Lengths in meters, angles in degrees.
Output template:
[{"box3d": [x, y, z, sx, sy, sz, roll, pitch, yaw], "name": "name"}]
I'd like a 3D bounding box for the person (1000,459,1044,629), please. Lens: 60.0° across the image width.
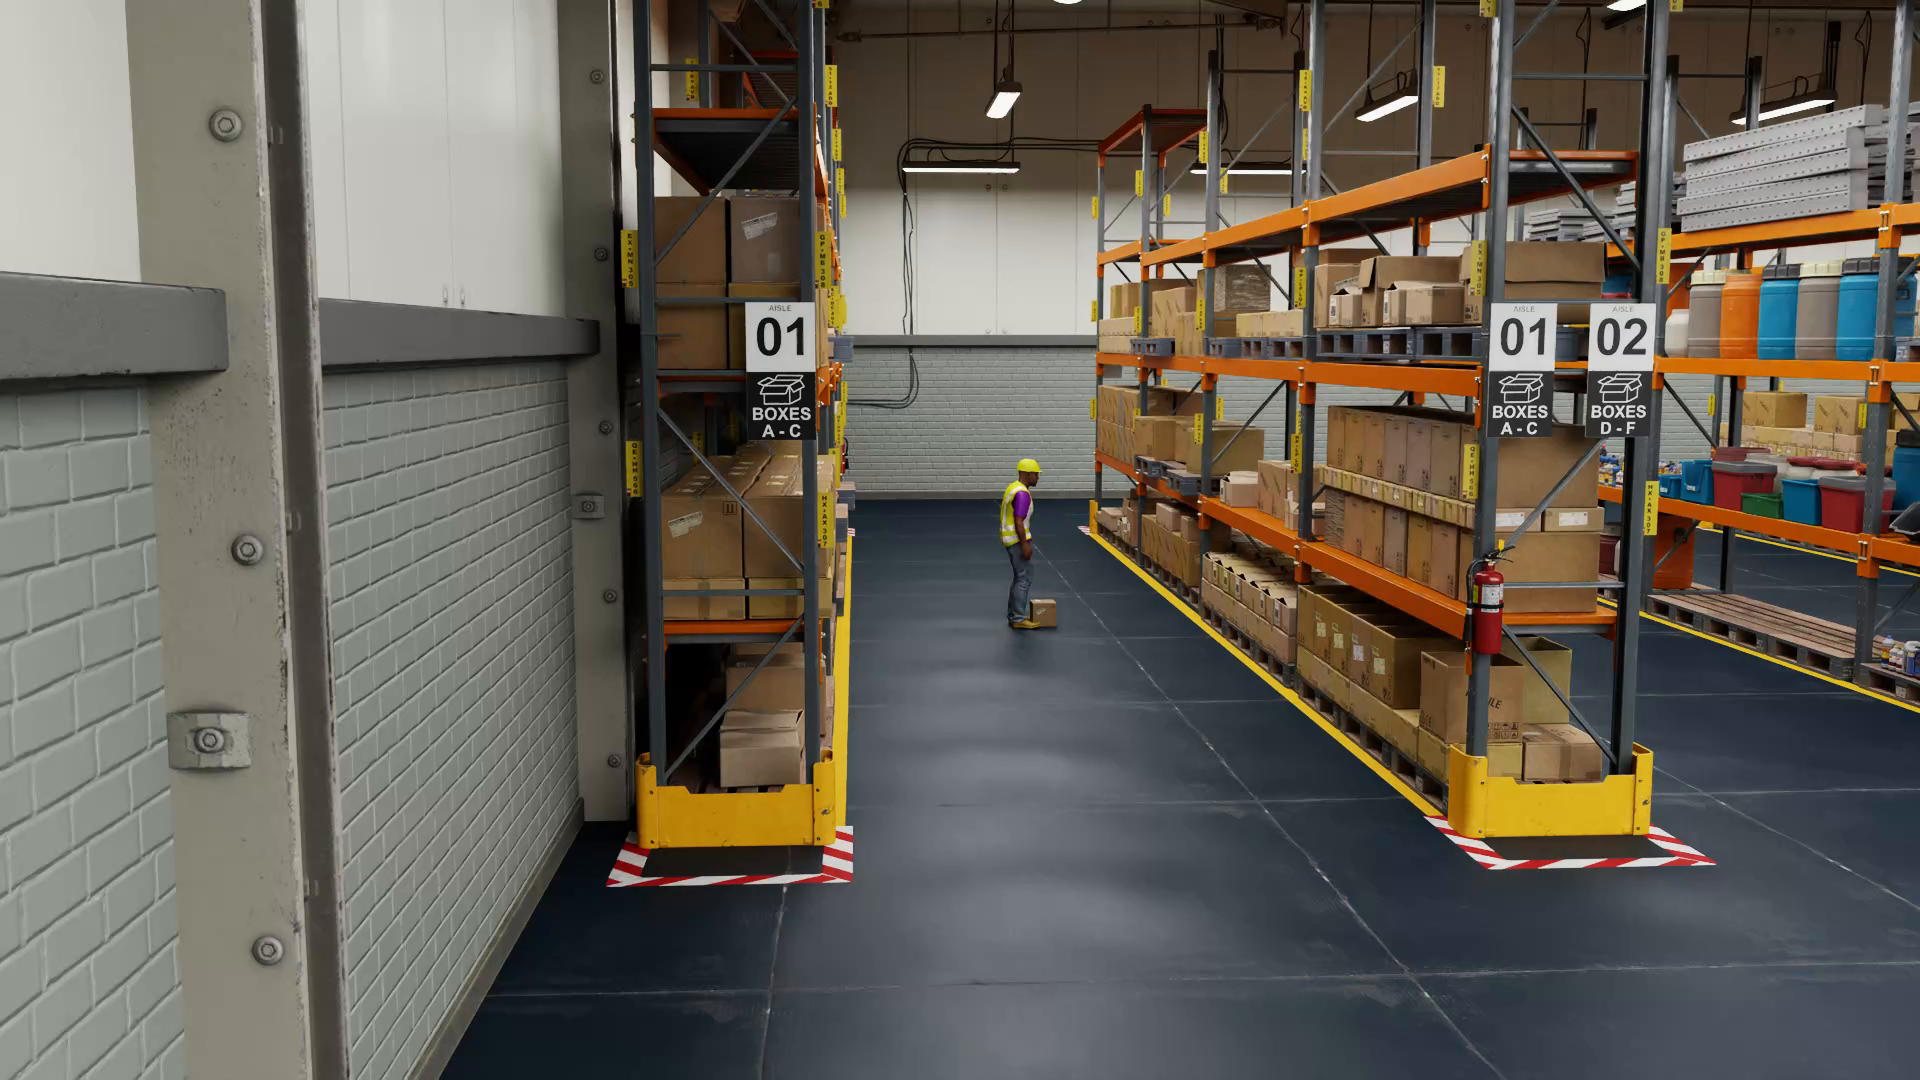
[{"box3d": [0.650, 0.029, 17.440, 0.458, 1.757, 0.628, 0, 7, -3], "name": "person"}]
